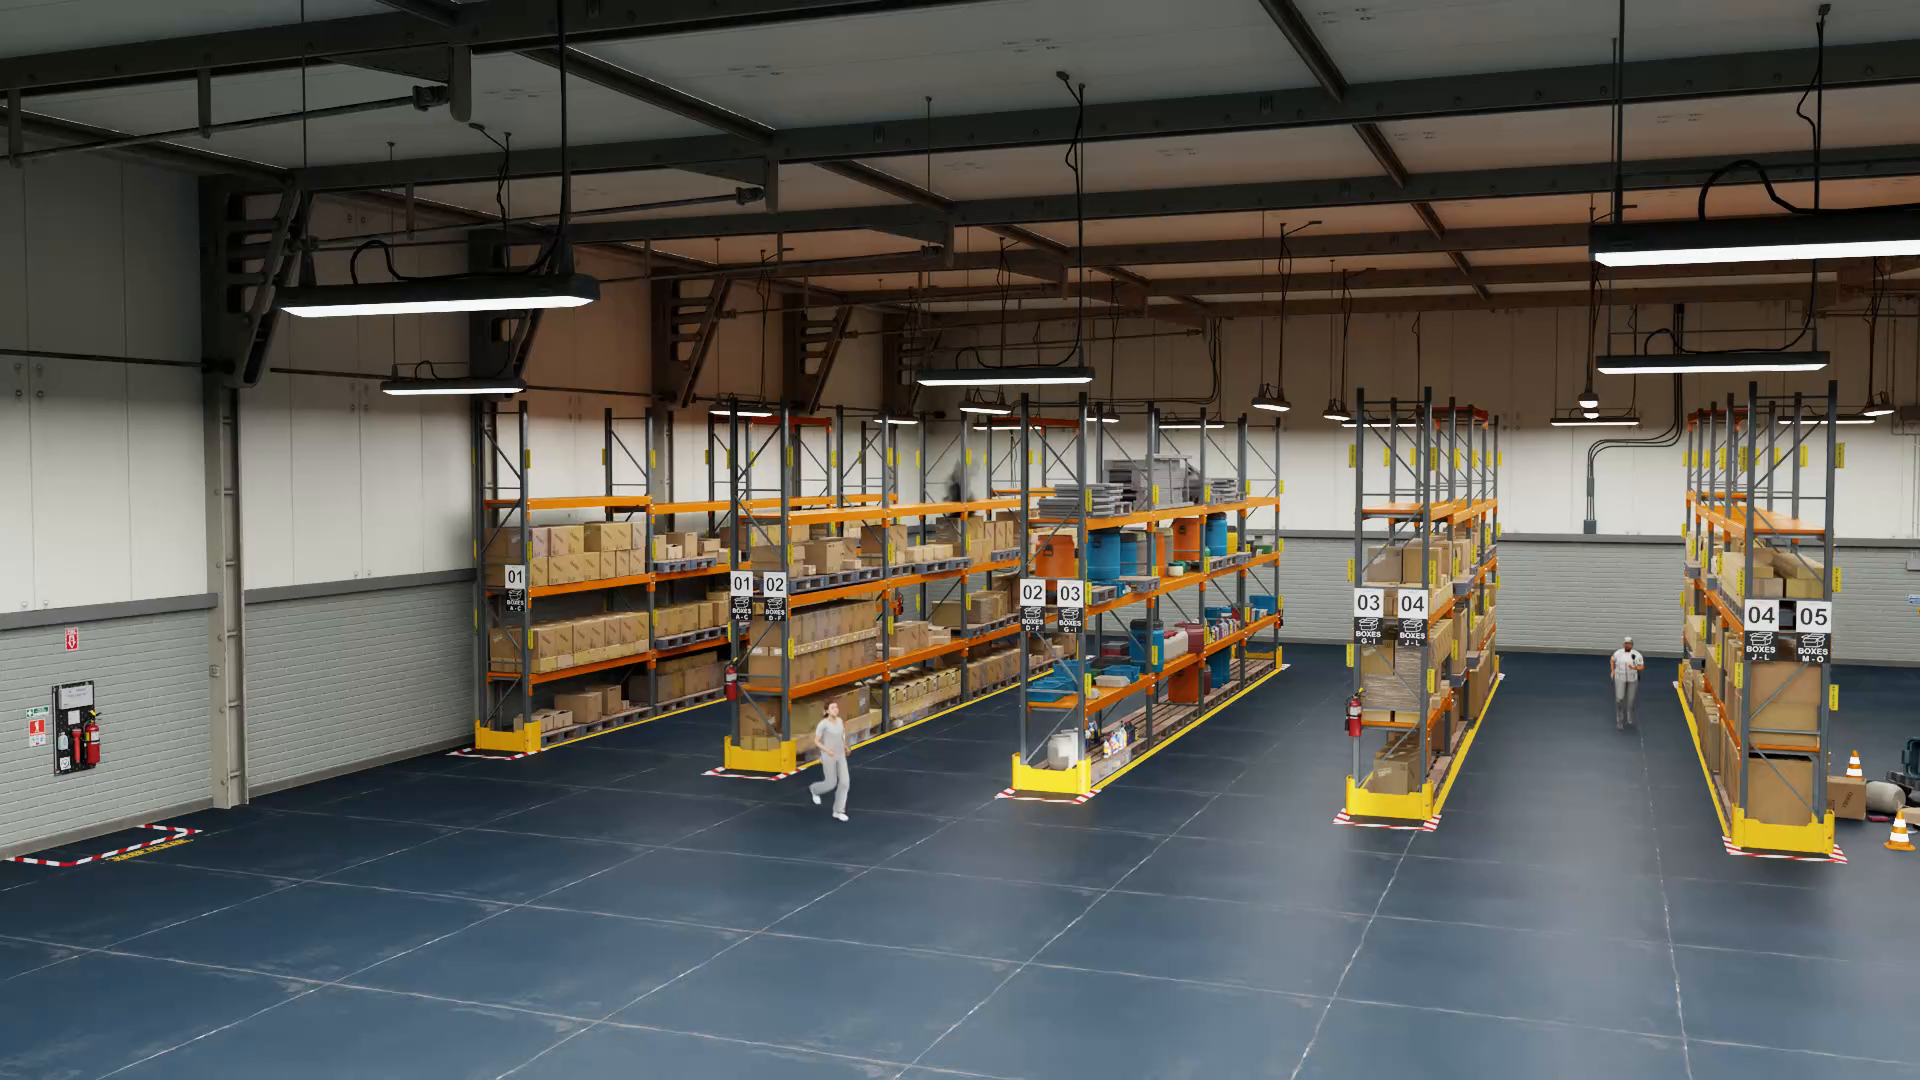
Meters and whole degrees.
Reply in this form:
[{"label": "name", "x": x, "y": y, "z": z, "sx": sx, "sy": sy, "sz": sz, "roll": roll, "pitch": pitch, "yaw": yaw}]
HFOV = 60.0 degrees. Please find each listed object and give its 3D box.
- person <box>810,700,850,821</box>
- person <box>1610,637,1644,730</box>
[{"label": "person", "x": -1.798, "y": 3.060, "z": 23.295, "sx": 0.576, "sy": 1.652, "sz": 0.808, "roll": -2, "pitch": 4, "yaw": -40}, {"label": "person", "x": 12.451, "y": 2.663, "z": 31.048, "sx": 0.580, "sy": 1.728, "sz": 0.767, "roll": 1, "pitch": 3, "yaw": 21}]
